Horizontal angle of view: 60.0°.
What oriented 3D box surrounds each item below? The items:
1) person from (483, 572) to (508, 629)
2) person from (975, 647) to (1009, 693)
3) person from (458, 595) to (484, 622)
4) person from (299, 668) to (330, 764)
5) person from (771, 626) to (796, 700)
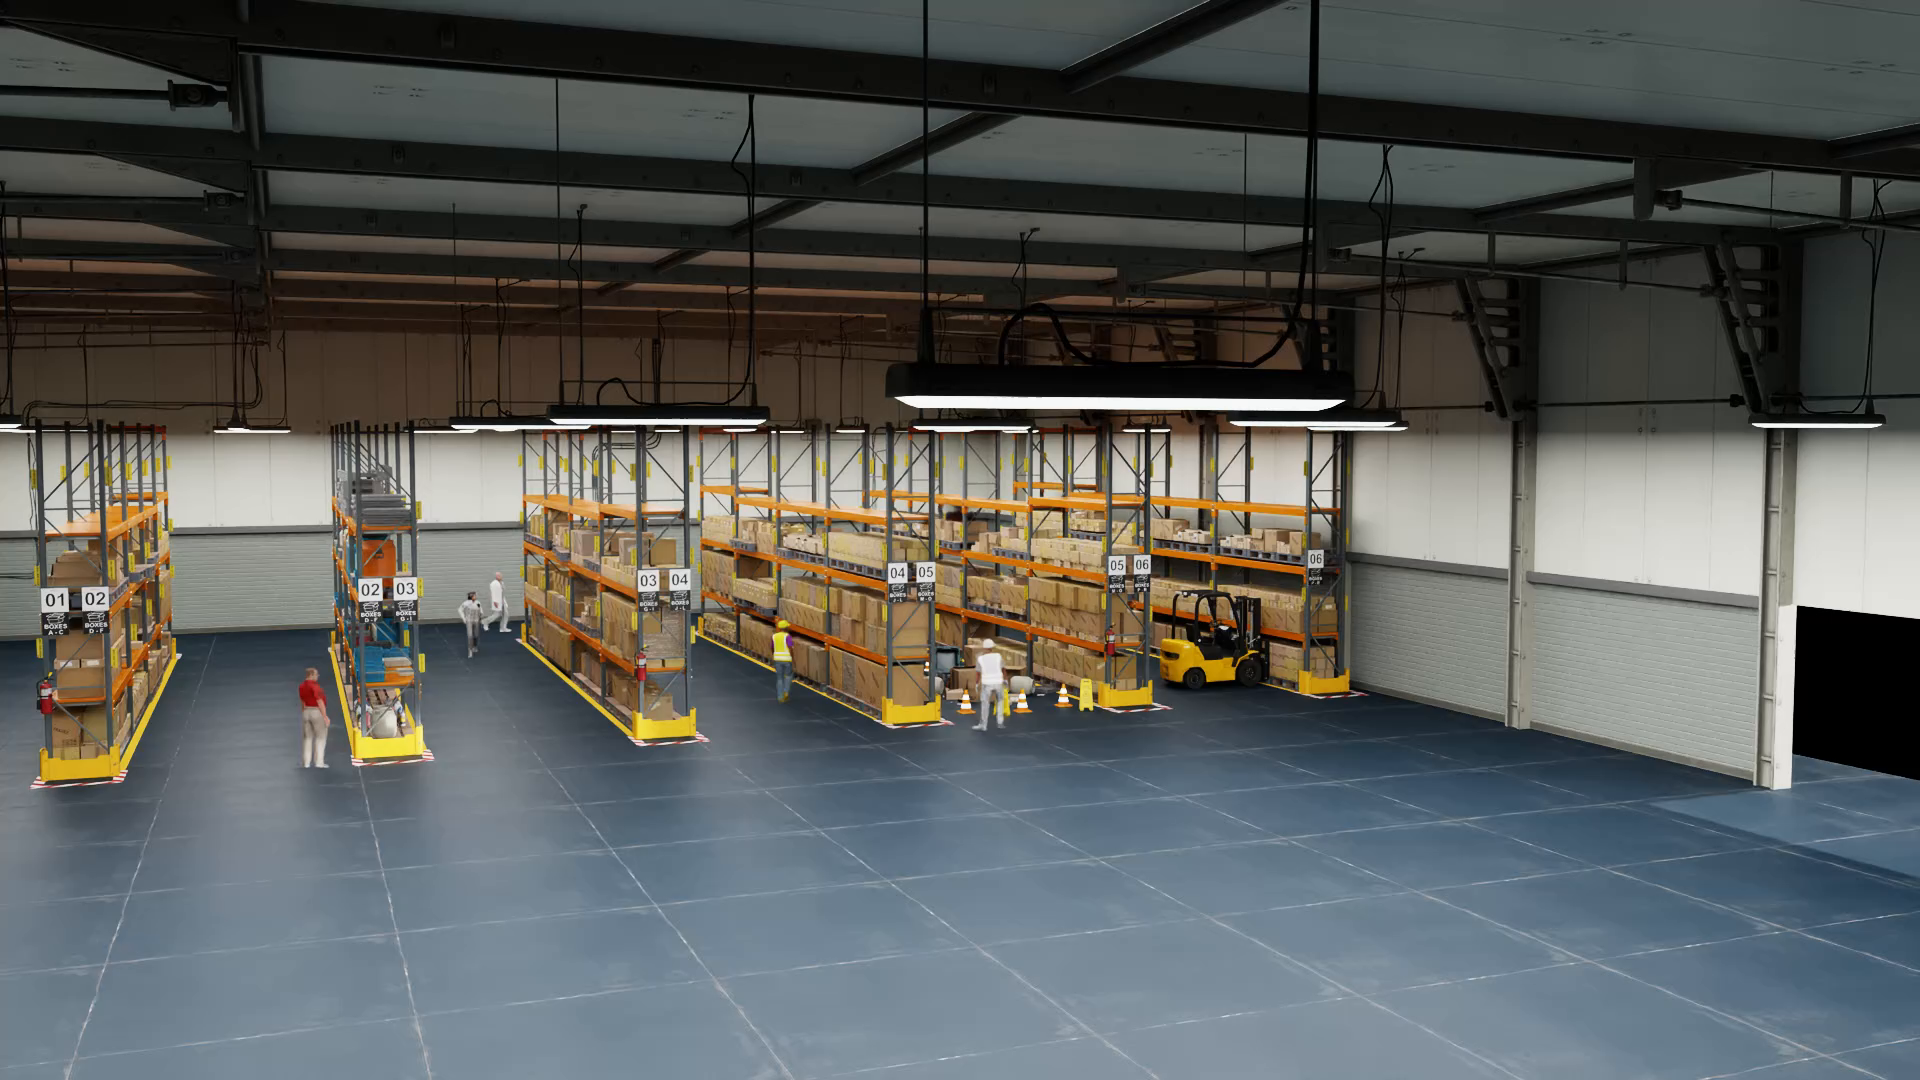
[{"bbox_3d":[-13.514,1.773,48.440,0.673,1.669,0.596,1,4,17],"label":"person"},{"bbox_3d":[0.622,2.472,32.277,0.657,1.047,0.393,-1,4,-11],"label":"person"},{"bbox_3d":[-12.743,1.747,43.358,0.648,0.768,0.365,-1,4,-21],"label":"person"},{"bbox_3d":[-13.084,2.245,28.355,4.142,3.233,2.173,1,4,18],"label":"person"},{"bbox_3d":[-3.797,2.593,35.993,0.627,1.642,0.649,1,4,9],"label":"person"}]
